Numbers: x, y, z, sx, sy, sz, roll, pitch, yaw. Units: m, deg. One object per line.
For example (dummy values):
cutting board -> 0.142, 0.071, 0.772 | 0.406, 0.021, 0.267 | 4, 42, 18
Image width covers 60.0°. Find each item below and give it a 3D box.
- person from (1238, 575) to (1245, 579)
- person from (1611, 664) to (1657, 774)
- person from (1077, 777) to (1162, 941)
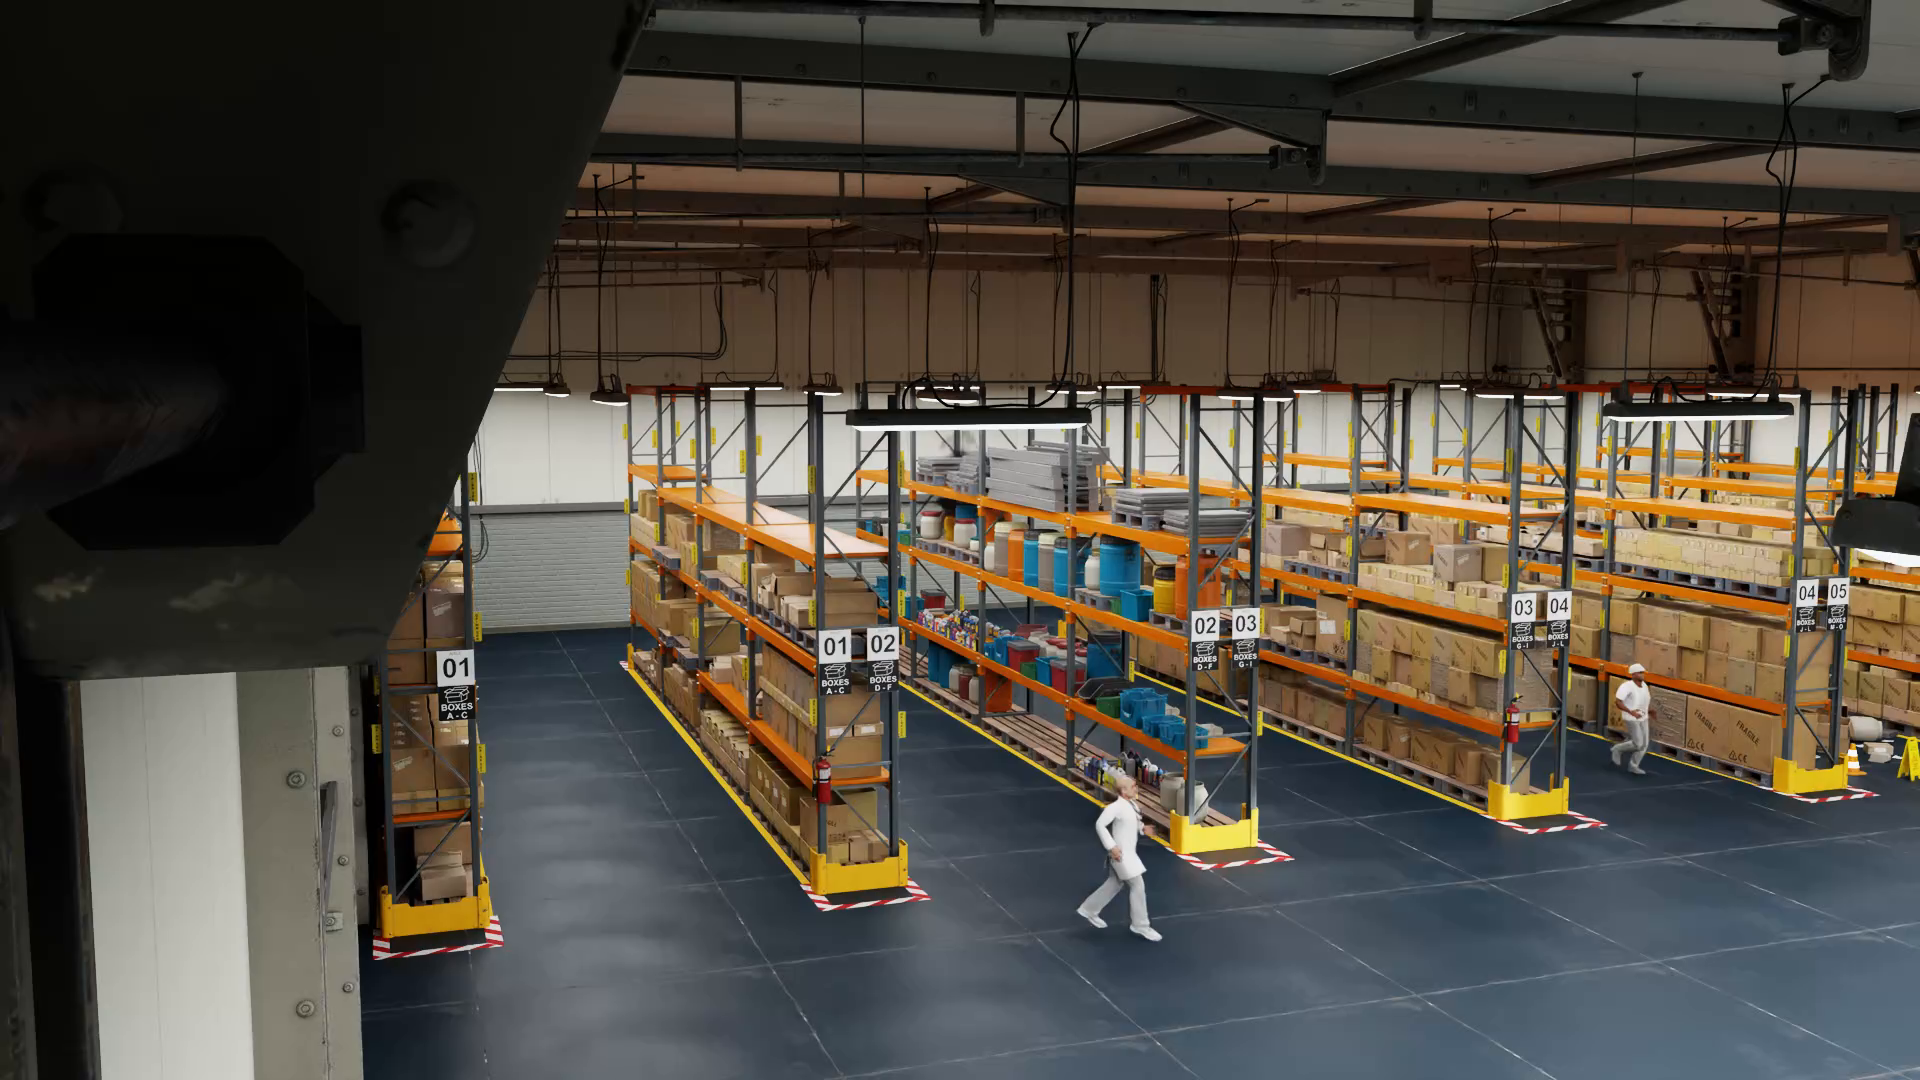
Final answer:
person -> 6.396, 1.602, 38.124 | 0.589, 1.601, 0.841 | -2, 6, -14
person -> 10.544, 2.785, 26.049 | 0.695, 1.720, 0.596 | -4, 7, -32
person -> 1.788, 3.529, 18.573 | 0.967, 1.808, 0.703 | 1, 6, 10
